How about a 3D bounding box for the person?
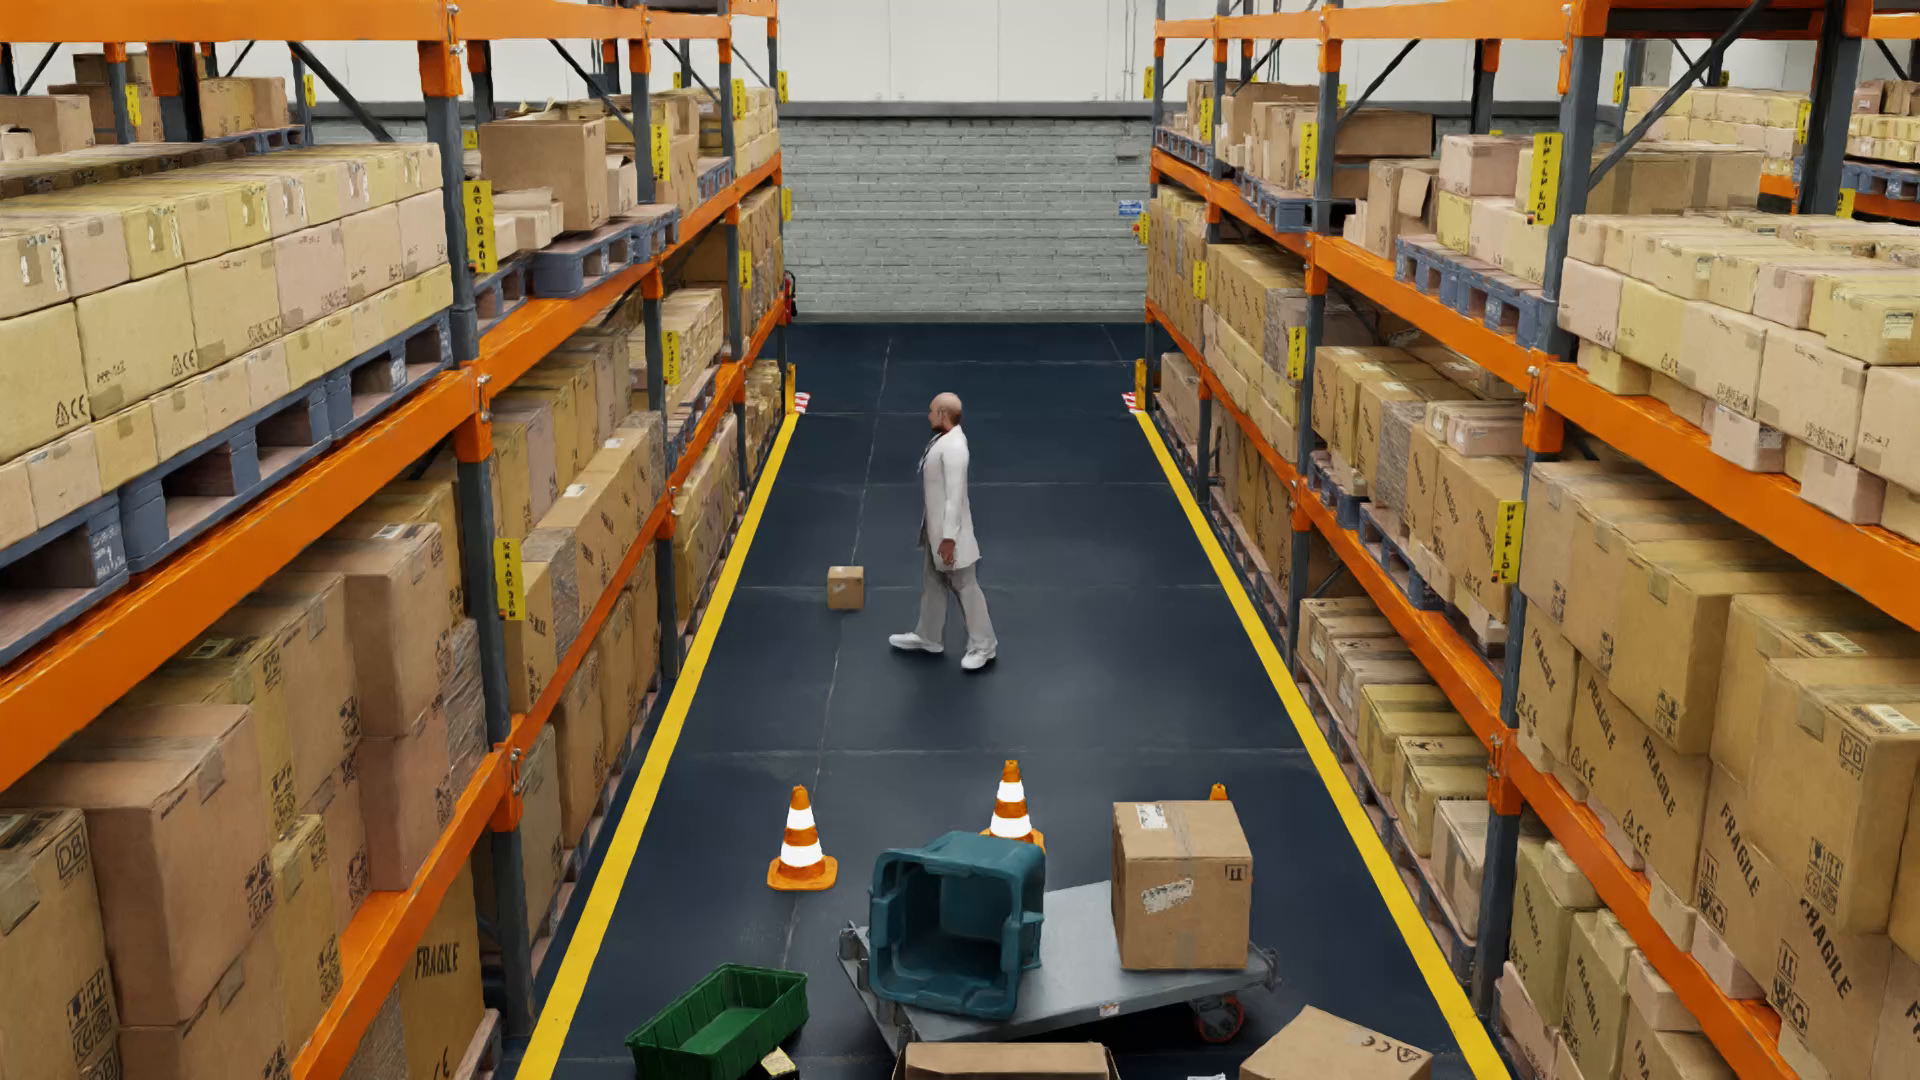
[{"bbox_3d":[-0.112,-0.092,10.834,0.694,1.774,0.795,-2,17,-7],"label":"person"}]
